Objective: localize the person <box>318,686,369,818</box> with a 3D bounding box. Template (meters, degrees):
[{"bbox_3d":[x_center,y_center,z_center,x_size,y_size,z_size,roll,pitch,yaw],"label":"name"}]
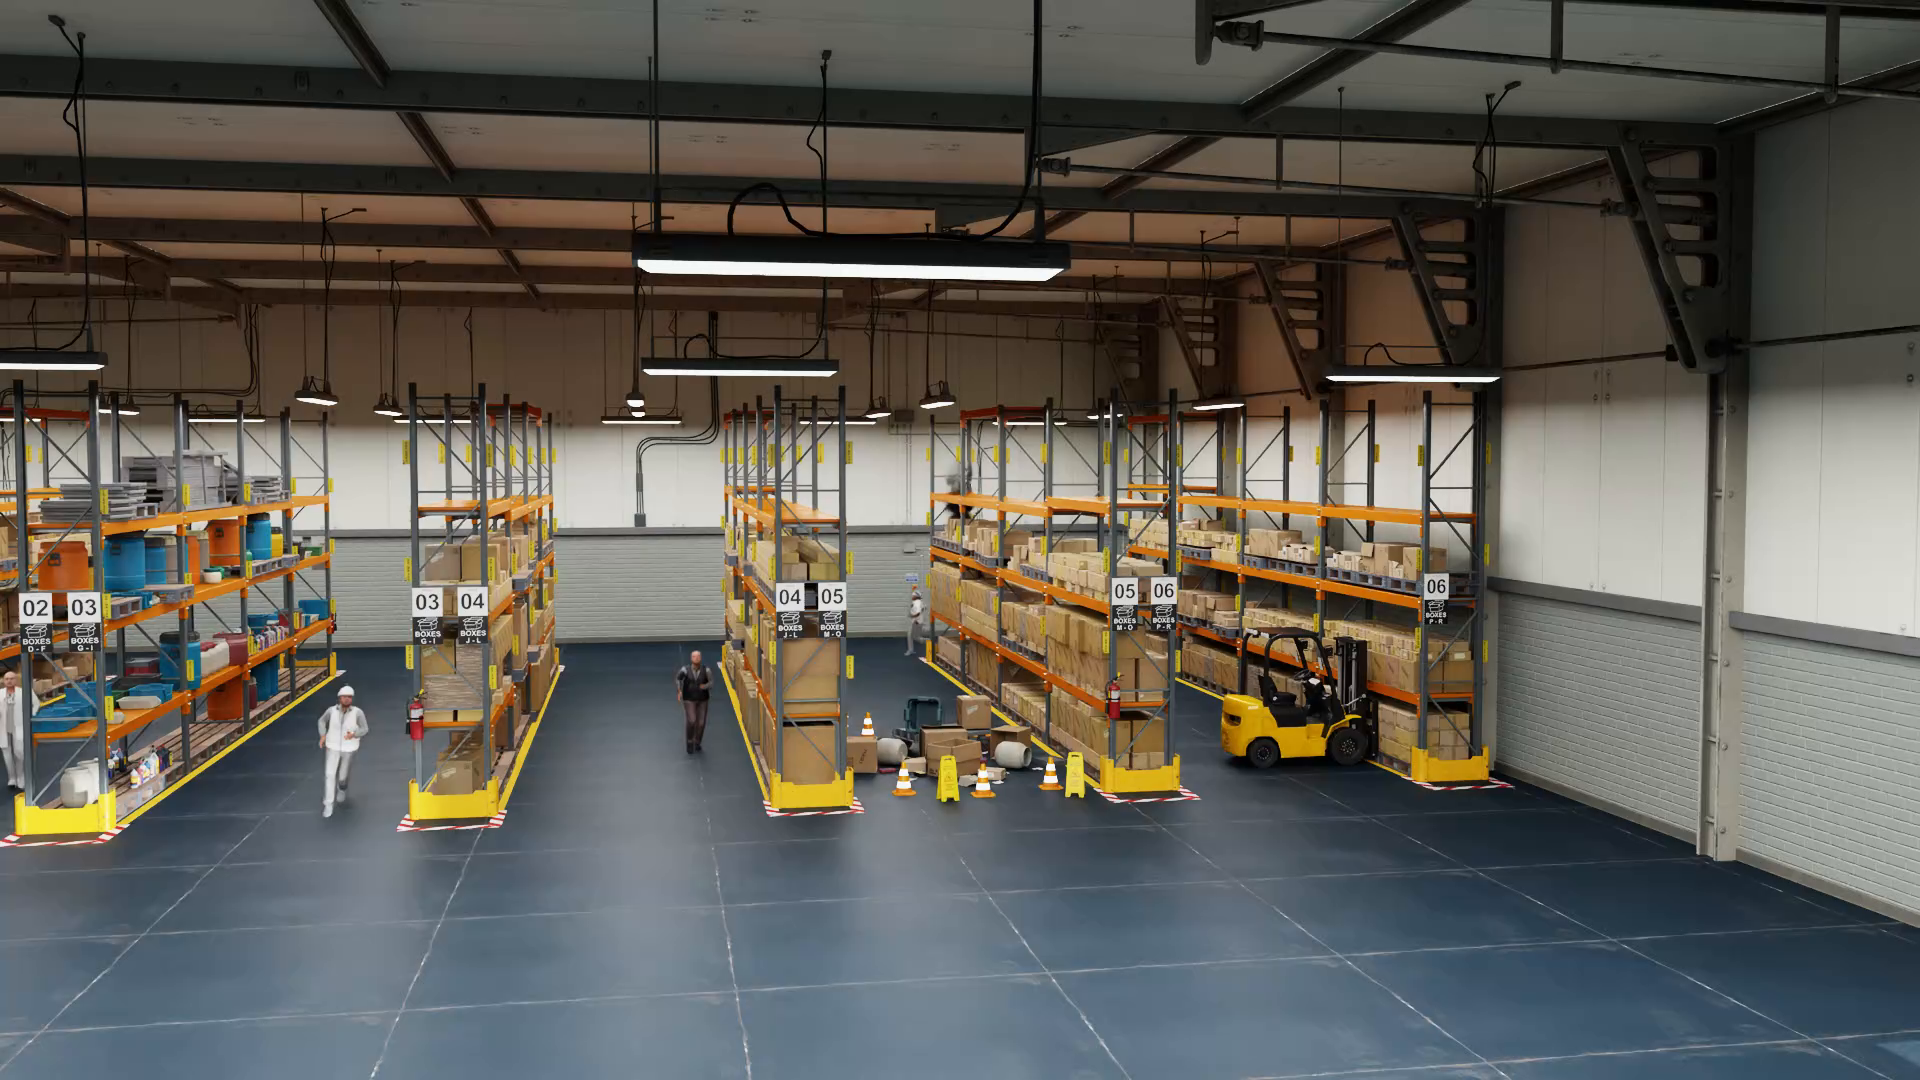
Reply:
[{"bbox_3d":[-8.697,2.940,23.455,0.684,1.774,0.915,-1,3,-14],"label":"person"}]

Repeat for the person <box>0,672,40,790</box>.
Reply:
[{"bbox_3d":[-14.193,2.863,24.910,0.674,1.778,0.754,-1,3,-20],"label":"person"}]

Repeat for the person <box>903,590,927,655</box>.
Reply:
[{"bbox_3d":[-1.034,2.077,41.699,0.795,1.679,0.603,0,3,-1],"label":"person"}]

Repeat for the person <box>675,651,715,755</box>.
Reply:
[{"bbox_3d":[-4.437,2.731,27.919,0.628,1.732,0.705,-1,3,-19],"label":"person"}]
